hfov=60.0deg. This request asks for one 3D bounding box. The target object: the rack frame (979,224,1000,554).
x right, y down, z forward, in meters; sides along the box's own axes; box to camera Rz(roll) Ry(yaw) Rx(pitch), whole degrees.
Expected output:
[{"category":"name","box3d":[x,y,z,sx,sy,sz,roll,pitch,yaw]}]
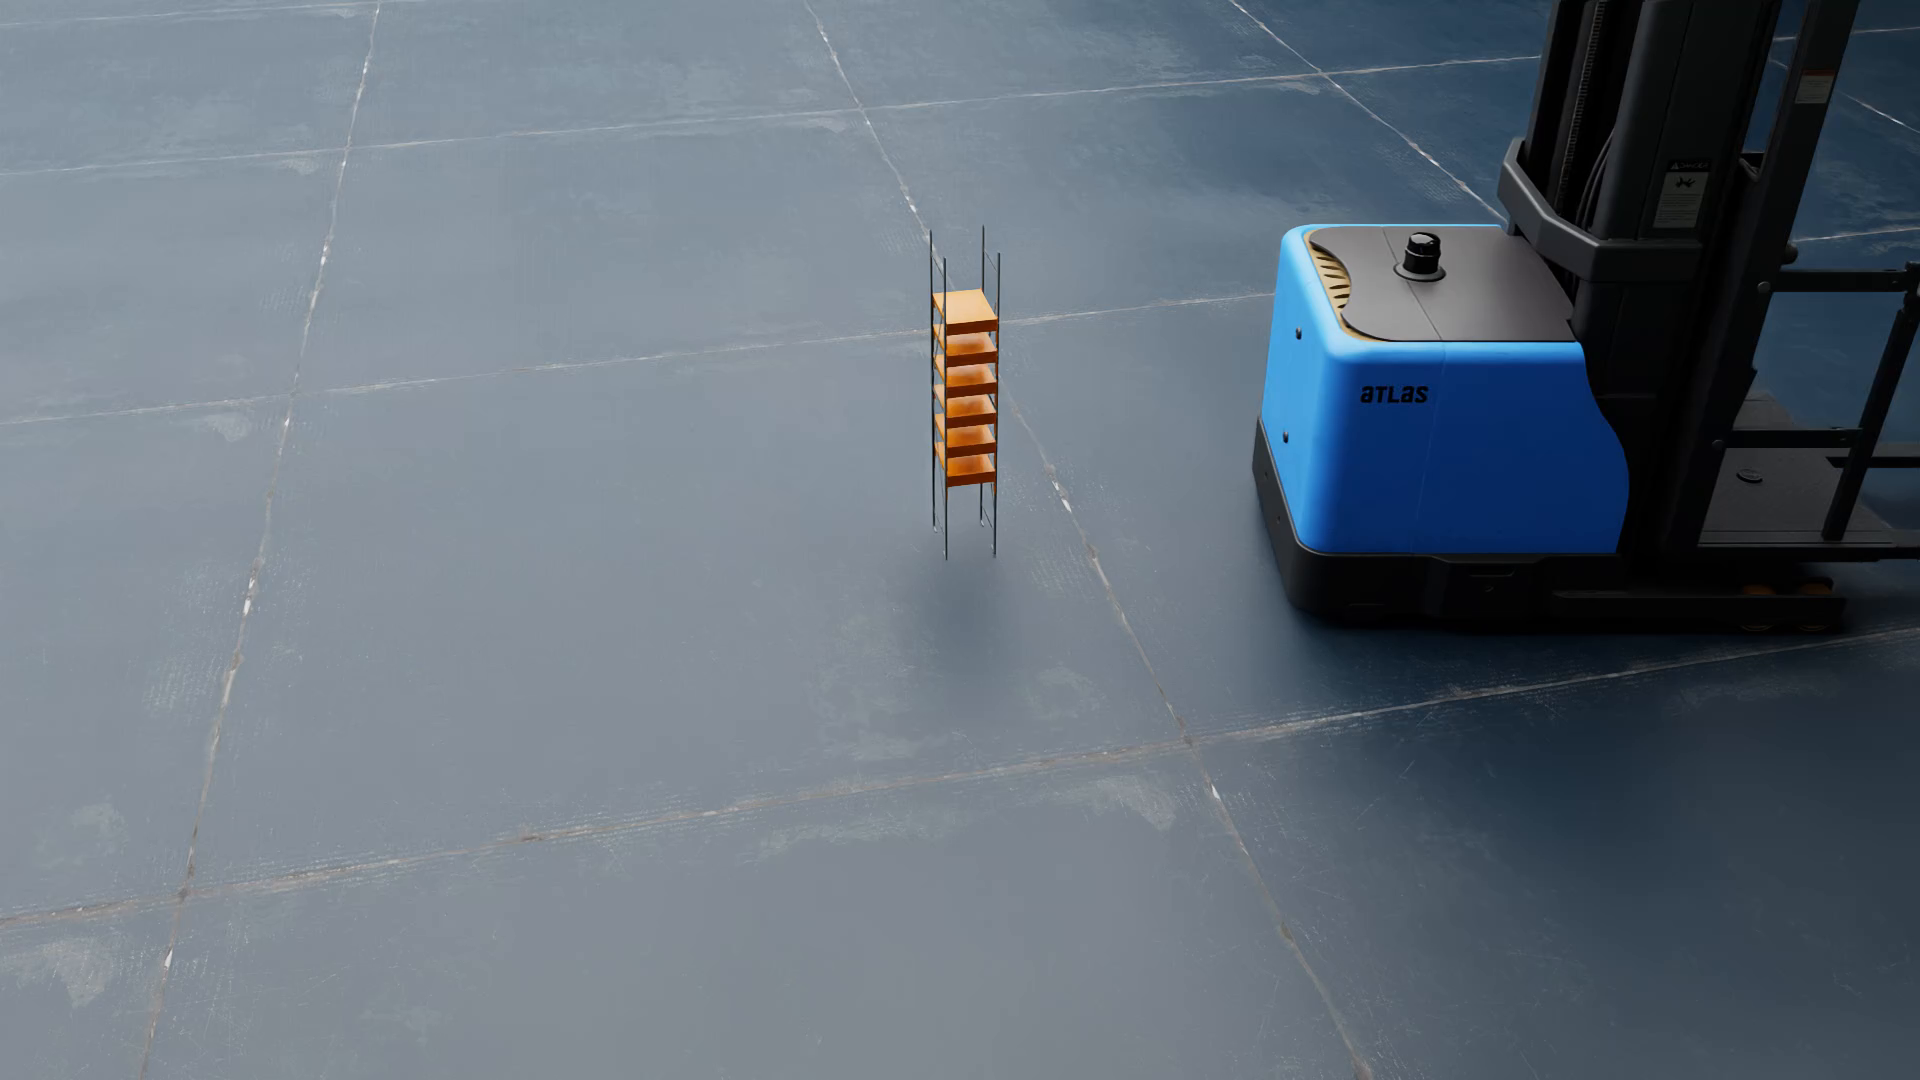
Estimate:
[{"category":"rack frame","box3d":[0.103,-0.511,5.898,0.006,1.200,0.240,-7,35,-11]}]

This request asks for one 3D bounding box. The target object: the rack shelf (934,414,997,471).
[{"category":"rack shelf","box3d":[0.014,-0.363,5.973,0.180,0.103,0.258,-7,35,-11]}]

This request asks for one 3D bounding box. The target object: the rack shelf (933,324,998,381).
[{"category":"rack shelf","box3d":[0.014,-0.662,5.772,0.180,0.103,0.258,-7,35,-11]}]

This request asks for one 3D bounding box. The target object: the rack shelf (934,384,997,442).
[{"category":"rack shelf","box3d":[0.014,-0.463,5.906,0.180,0.103,0.258,-7,35,-11]}]

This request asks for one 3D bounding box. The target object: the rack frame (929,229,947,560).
[{"category":"rack frame","box3d":[-0.075,-0.489,5.864,0.006,1.200,0.240,-7,35,-11]}]

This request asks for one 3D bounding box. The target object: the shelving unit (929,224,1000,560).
[{"category":"shelving unit","box3d":[0.014,-0.500,5.881,0.189,1.200,0.258,-7,35,-11]}]

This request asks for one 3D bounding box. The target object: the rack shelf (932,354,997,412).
[{"category":"rack shelf","box3d":[0.014,-0.563,5.839,0.180,0.103,0.258,-7,35,-11]}]

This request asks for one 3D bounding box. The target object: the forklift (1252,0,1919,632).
[{"category":"forklift","box3d":[2.655,-1.199,5.369,3.031,2.935,1.130,0,34,0]}]

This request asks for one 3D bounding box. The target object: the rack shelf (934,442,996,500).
[{"category":"rack shelf","box3d":[0.014,-0.264,6.040,0.180,0.103,0.258,-7,35,-11]}]

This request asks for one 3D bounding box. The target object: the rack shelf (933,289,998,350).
[{"category":"rack shelf","box3d":[0.014,-0.762,5.705,0.180,0.103,0.258,-7,35,-11]}]
